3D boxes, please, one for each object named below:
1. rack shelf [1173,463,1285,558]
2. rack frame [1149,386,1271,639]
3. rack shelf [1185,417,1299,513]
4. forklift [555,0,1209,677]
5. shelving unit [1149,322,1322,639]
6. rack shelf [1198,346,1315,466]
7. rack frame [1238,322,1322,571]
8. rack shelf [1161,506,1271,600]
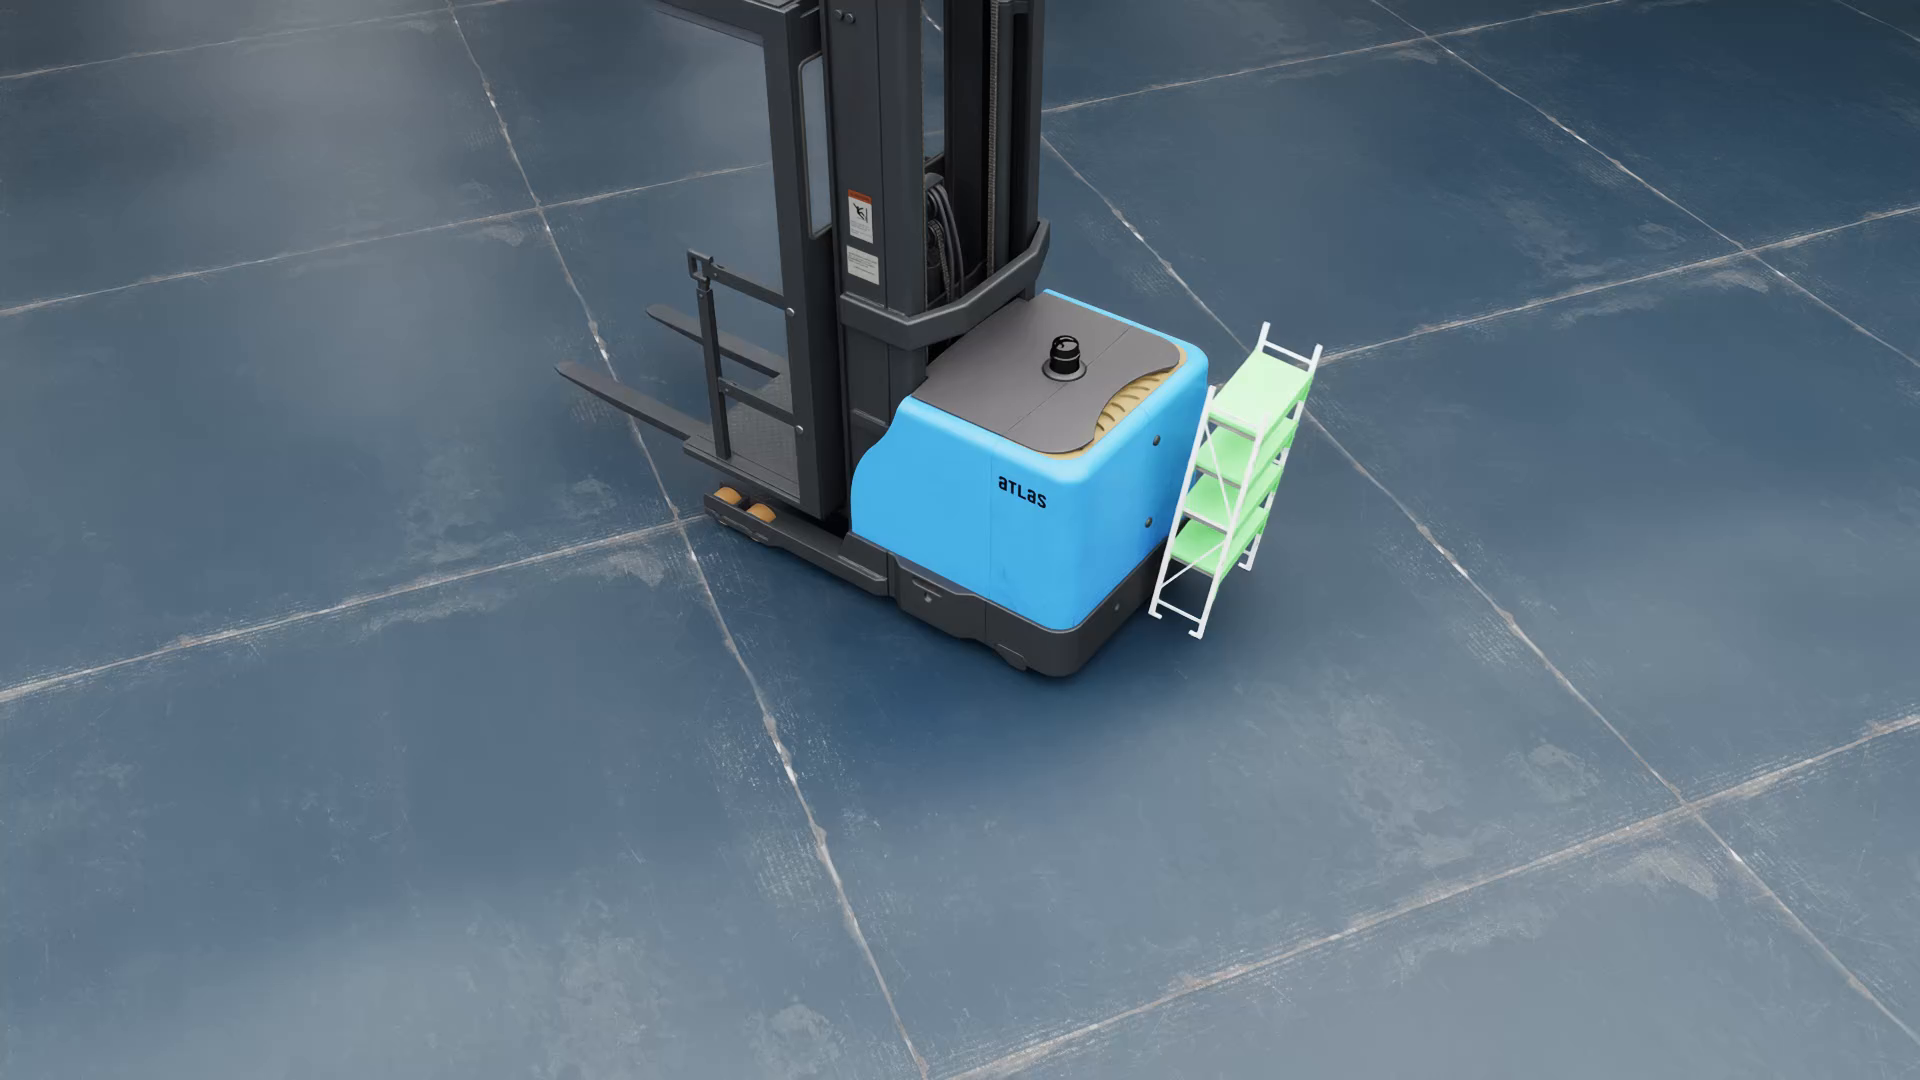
[{"bbox_3d":[1.065,-0.168,6.603,0.258,0.148,0.480,27,47,18],"label":"rack shelf"},{"bbox_3d":[0.944,-0.078,6.401,0.240,1.200,0.015,27,47,18],"label":"rack frame"},{"bbox_3d":[1.090,-0.339,6.436,0.258,0.148,0.480,27,47,18],"label":"rack shelf"},{"bbox_3d":[-0.504,-1.353,6.575,3.031,2.935,1.130,26,47,27],"label":"forklift"},{"bbox_3d":[1.072,-0.214,6.558,0.258,1.200,0.503,27,47,18],"label":"shelving unit"},{"bbox_3d":[1.115,-0.509,6.269,0.258,0.148,0.480,27,47,18],"label":"rack shelf"},{"bbox_3d":[1.199,-0.350,6.716,0.240,1.200,0.015,27,47,18],"label":"rack frame"},{"bbox_3d":[1.040,0.002,6.770,0.258,0.148,0.480,27,47,18],"label":"rack shelf"}]
